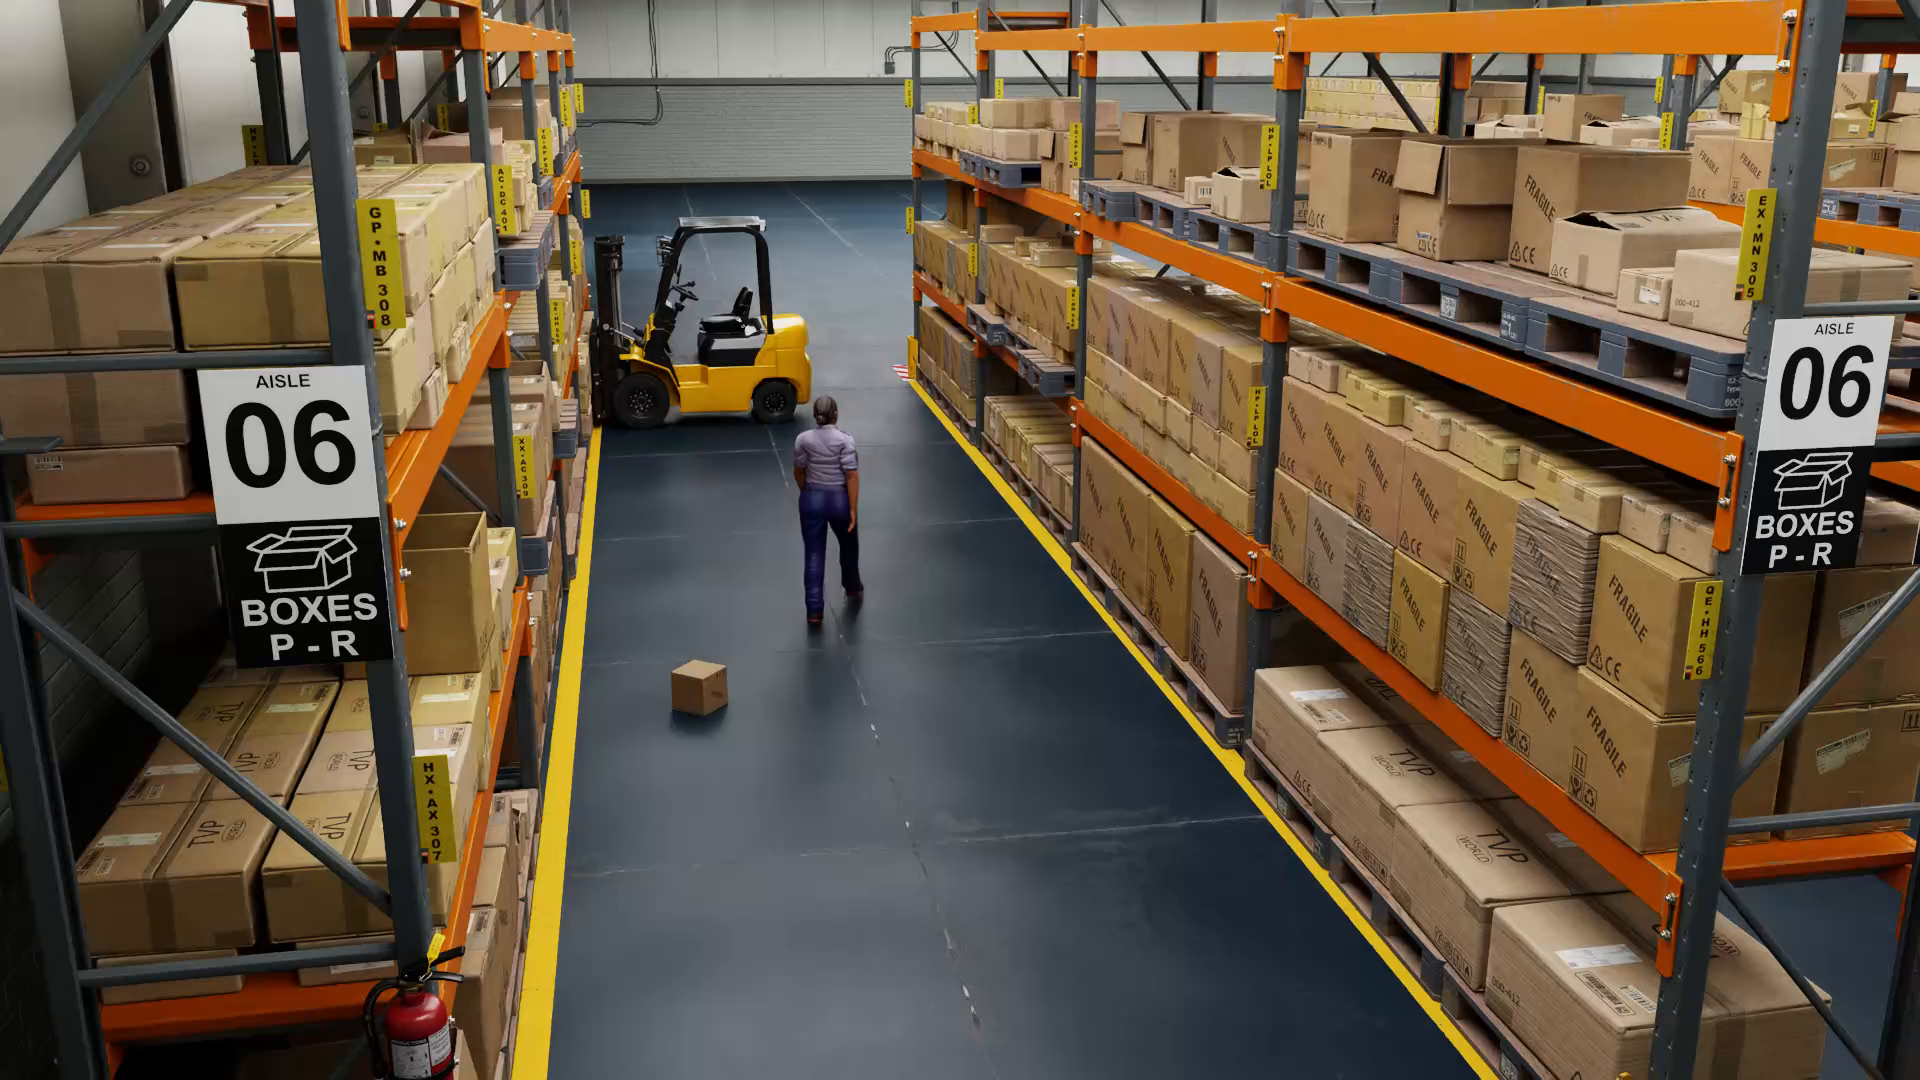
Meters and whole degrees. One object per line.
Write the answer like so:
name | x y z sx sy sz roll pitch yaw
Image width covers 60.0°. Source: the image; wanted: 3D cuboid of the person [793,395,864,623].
person | -0.943 -0.273 11.945 0.493 1.581 1.006 1 17 4
